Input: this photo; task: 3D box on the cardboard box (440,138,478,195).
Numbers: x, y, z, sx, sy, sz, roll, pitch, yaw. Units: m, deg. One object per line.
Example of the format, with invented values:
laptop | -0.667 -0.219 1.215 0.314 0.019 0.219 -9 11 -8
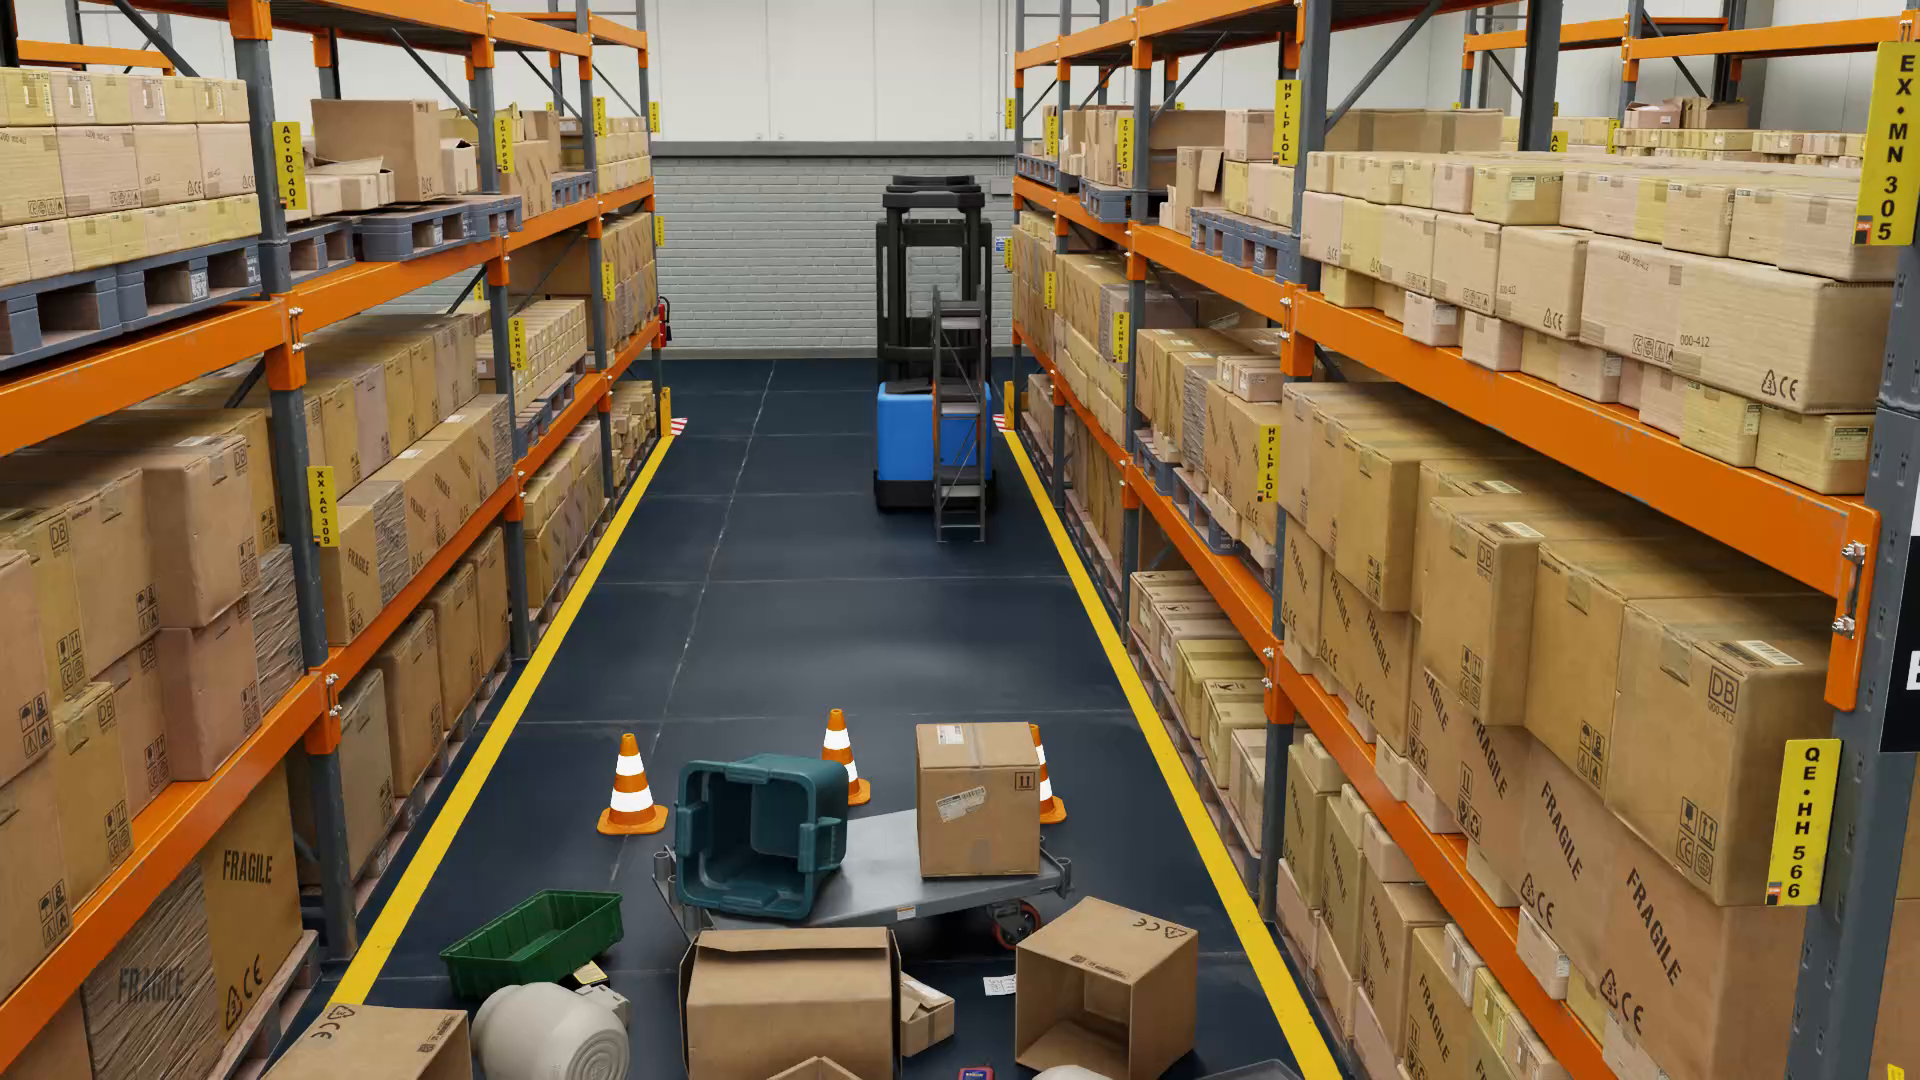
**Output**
cardboard box | -2.972 -2.066 9.152 0.500 0.311 0.500 -1 14 -3

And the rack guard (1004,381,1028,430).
rack guard | 1.101 -1.547 19.034 1.175 0.500 0.348 -1 14 -3

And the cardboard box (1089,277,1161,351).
cardboard box | 1.241 -1.670 12.290 0.500 0.500 0.500 -1 14 -3

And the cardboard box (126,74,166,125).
cardboard box | -2.702 -1.361 5.136 0.380 0.149 0.250 -1 14 -2

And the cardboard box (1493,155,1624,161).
cardboard box | 2.103 -1.279 5.862 0.380 0.149 0.250 -1 14 -2

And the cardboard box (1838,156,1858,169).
cardboard box | 6.293 -2.562 11.443 0.380 0.149 0.250 -1 14 -5

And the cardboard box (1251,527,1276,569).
cardboard box | 1.539 0.028 7.560 0.380 0.149 0.250 -1 14 -3

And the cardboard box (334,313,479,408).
cardboard box | -3.318 -1.081 10.000 0.700 0.500 0.500 -1 14 -4

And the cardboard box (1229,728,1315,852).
cardboard box | 1.811 1.172 7.882 0.950 0.372 0.625 -1 14 -3

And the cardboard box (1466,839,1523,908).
cardboard box | 1.708 0.943 4.846 0.380 0.149 0.250 -1 14 -4

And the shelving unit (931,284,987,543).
shelving unit | -0.010 -1.058 13.925 0.431 2.100 0.503 -1 14 -3

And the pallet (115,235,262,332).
pallet | -3.048 -0.871 5.551 1.003 0.211 1.213 -1 14 -3

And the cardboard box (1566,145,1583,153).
cardboard box | 5.982 -3.603 15.695 0.500 0.250 0.500 -1 14 -5

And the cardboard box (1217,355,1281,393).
cardboard box | 1.496 -0.827 8.279 0.380 0.149 0.250 -2 15 -6

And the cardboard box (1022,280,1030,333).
cardboard box | 0.918 -2.424 17.226 0.500 0.500 0.500 -1 14 -4

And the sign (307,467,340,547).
sign | -2.534 -0.132 6.623 0.100 0.325 0.005 -1 14 -3

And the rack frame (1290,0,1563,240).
rack frame | 1.846 -2.672 6.353 1.000 3.000 0.127 -1 14 -3

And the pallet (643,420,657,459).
pallet | -3.812 -1.078 17.791 1.003 0.211 1.213 -1 14 -3

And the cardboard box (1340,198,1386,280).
cardboard box | 1.641 -1.049 5.768 0.500 0.250 0.500 -1 14 -4

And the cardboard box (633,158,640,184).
cardboard box | -3.483 -3.670 16.553 0.500 0.250 0.500 0 14 -1

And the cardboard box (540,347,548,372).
cardboard box | -3.247 -1.329 12.238 0.380 0.149 0.250 -1 14 -4

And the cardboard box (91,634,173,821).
cardboard box | -3.081 0.626 5.272 0.875 0.550 0.550 -1 14 -3

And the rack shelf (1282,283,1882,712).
rack shelf | 1.970 -0.374 4.883 1.077 0.370 4.000 -1 14 -3

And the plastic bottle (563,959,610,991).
plastic bottle | -1.565 1.803 6.895 0.133 0.061 0.283 -9 17 -32

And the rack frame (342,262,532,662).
rack frame | -3.336 -0.660 10.572 1.000 3.000 0.127 -1 14 -3

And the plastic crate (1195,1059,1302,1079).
plastic crate | 1.125 2.050 5.897 0.402 0.080 0.583 -6 16 -23

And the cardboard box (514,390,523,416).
cardboard box | -3.179 -0.923 11.255 0.380 0.149 0.250 0 14 -1

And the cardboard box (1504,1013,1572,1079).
cardboard box | 1.694 1.393 4.459 0.380 0.149 0.250 0 14 -2

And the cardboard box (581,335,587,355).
cardboard box | -3.362 -1.641 14.045 0.380 0.149 0.250 -1 14 -5

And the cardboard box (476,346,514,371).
cardboard box | -3.191 -1.215 11.195 0.380 0.149 0.250 -1 14 -5

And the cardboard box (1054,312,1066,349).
cardboard box | 1.096 -1.812 14.347 0.500 0.250 0.500 -1 14 -5

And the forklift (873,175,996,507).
forklift | -0.248 -2.026 16.017 1.130 2.935 3.031 0 14 -1

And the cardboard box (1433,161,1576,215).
cardboard box | 1.675 -1.078 5.079 0.380 0.149 0.250 -1 14 -4

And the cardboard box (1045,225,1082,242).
cardboard box | 1.015 -2.929 15.880 0.380 0.149 0.250 -1 14 -4

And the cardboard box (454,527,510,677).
cardboard box | -3.388 0.379 10.206 1.050 0.750 0.750 -1 14 -4

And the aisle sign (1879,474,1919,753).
aisle sign | 1.808 -0.011 2.833 0.394 0.787 0.004 -1 14 -3

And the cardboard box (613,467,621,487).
cardboard box | -3.286 -0.573 15.112 0.380 0.149 0.250 -2 15 -6

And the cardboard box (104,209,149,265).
cardboard box | -2.683 -0.910 4.984 0.380 0.149 0.250 -1 14 -3

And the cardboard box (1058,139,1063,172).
cardboard box | 1.032 -3.218 13.919 0.396 0.266 0.258 -1 14 -4

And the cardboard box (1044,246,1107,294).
cardboard box | 1.045 -2.402 15.136 0.500 0.500 0.500 -1 14 -4

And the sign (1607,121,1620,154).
sign | 5.763 -3.527 14.656 0.100 0.325 0.005 -1 14 -3

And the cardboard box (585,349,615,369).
cardboard box | -3.275 -1.609 14.763 0.380 0.149 0.250 0 14 -1

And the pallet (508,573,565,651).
pallet | -3.383 0.496 11.675 1.003 0.211 1.213 -1 14 -3

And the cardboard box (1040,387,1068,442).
cardboard box | 1.308 -1.324 17.450 0.875 0.438 0.875 0 14 -2

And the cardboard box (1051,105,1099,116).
cardboard box | 1.235 -3.846 15.683 0.797 0.503 0.637 0 14 1

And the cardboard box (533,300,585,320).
cardboard box | -3.364 -1.928 13.967 0.380 0.149 0.250 0 14 -1

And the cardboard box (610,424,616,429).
cardboard box | -3.421 -0.986 15.524 0.380 0.149 0.250 -1 14 -4

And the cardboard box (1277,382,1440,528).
cardboard box | 1.657 -0.331 6.488 0.700 0.500 0.500 -1 14 -4

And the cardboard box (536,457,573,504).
cardboard box | -3.187 -0.441 12.388 0.500 0.250 0.500 -1 14 -3

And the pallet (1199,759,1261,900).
pallet | 1.796 1.390 8.200 1.003 0.211 1.213 -1 14 -3

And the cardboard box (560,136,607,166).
cardboard box | -3.374 -3.400 14.501 0.500 0.250 0.500 0 14 -2

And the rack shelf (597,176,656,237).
rack shelf | -3.708 -3.257 16.087 1.077 0.370 4.000 -1 14 -3

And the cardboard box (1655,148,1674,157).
cardboard box | 5.951 -3.146 13.674 0.380 0.149 0.250 -1 14 -3

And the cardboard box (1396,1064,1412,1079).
cardboard box | 1.713 1.900 5.296 0.500 0.250 0.500 -1 14 -5
